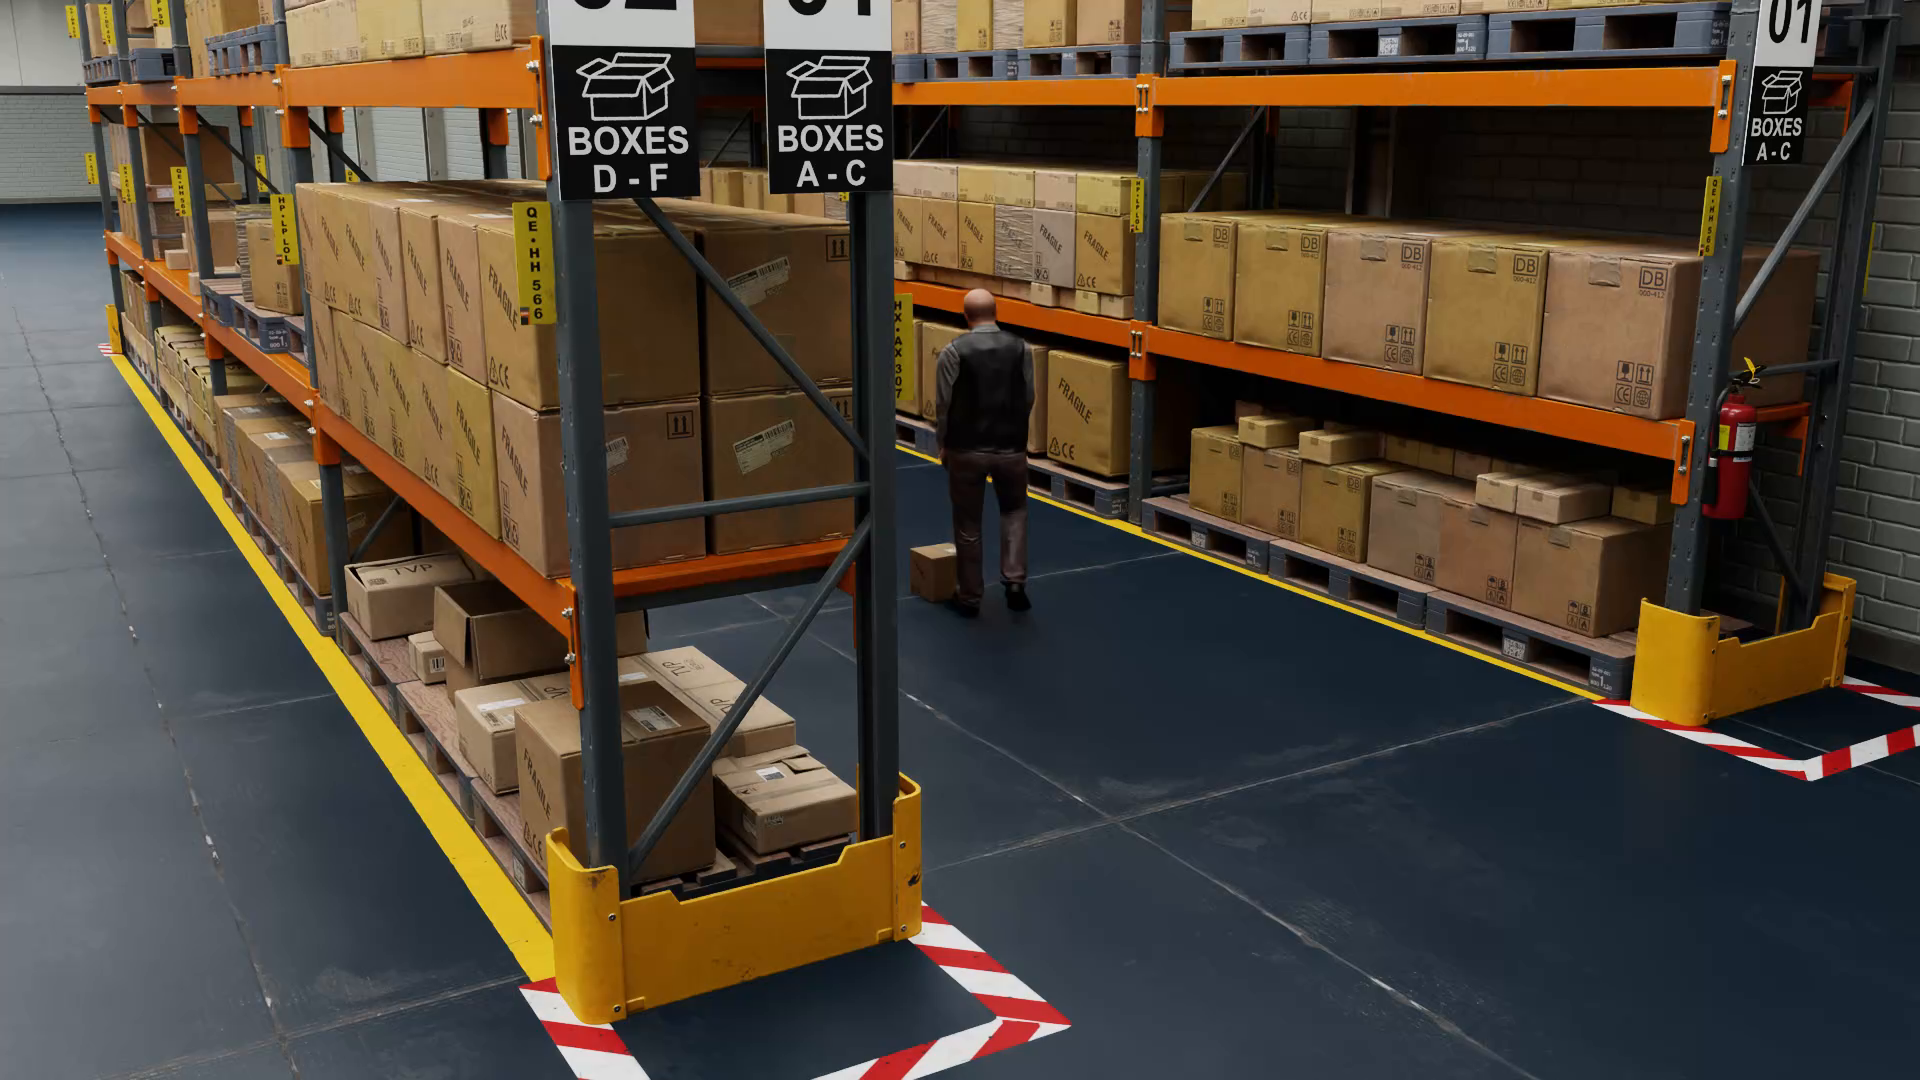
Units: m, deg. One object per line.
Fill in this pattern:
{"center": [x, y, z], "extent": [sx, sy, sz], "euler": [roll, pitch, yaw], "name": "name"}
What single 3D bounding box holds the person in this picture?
{"center": [0.116, -0.452, 8.793], "extent": [0.553, 1.738, 0.527], "euler": [-4, 15, -15], "name": "person"}
